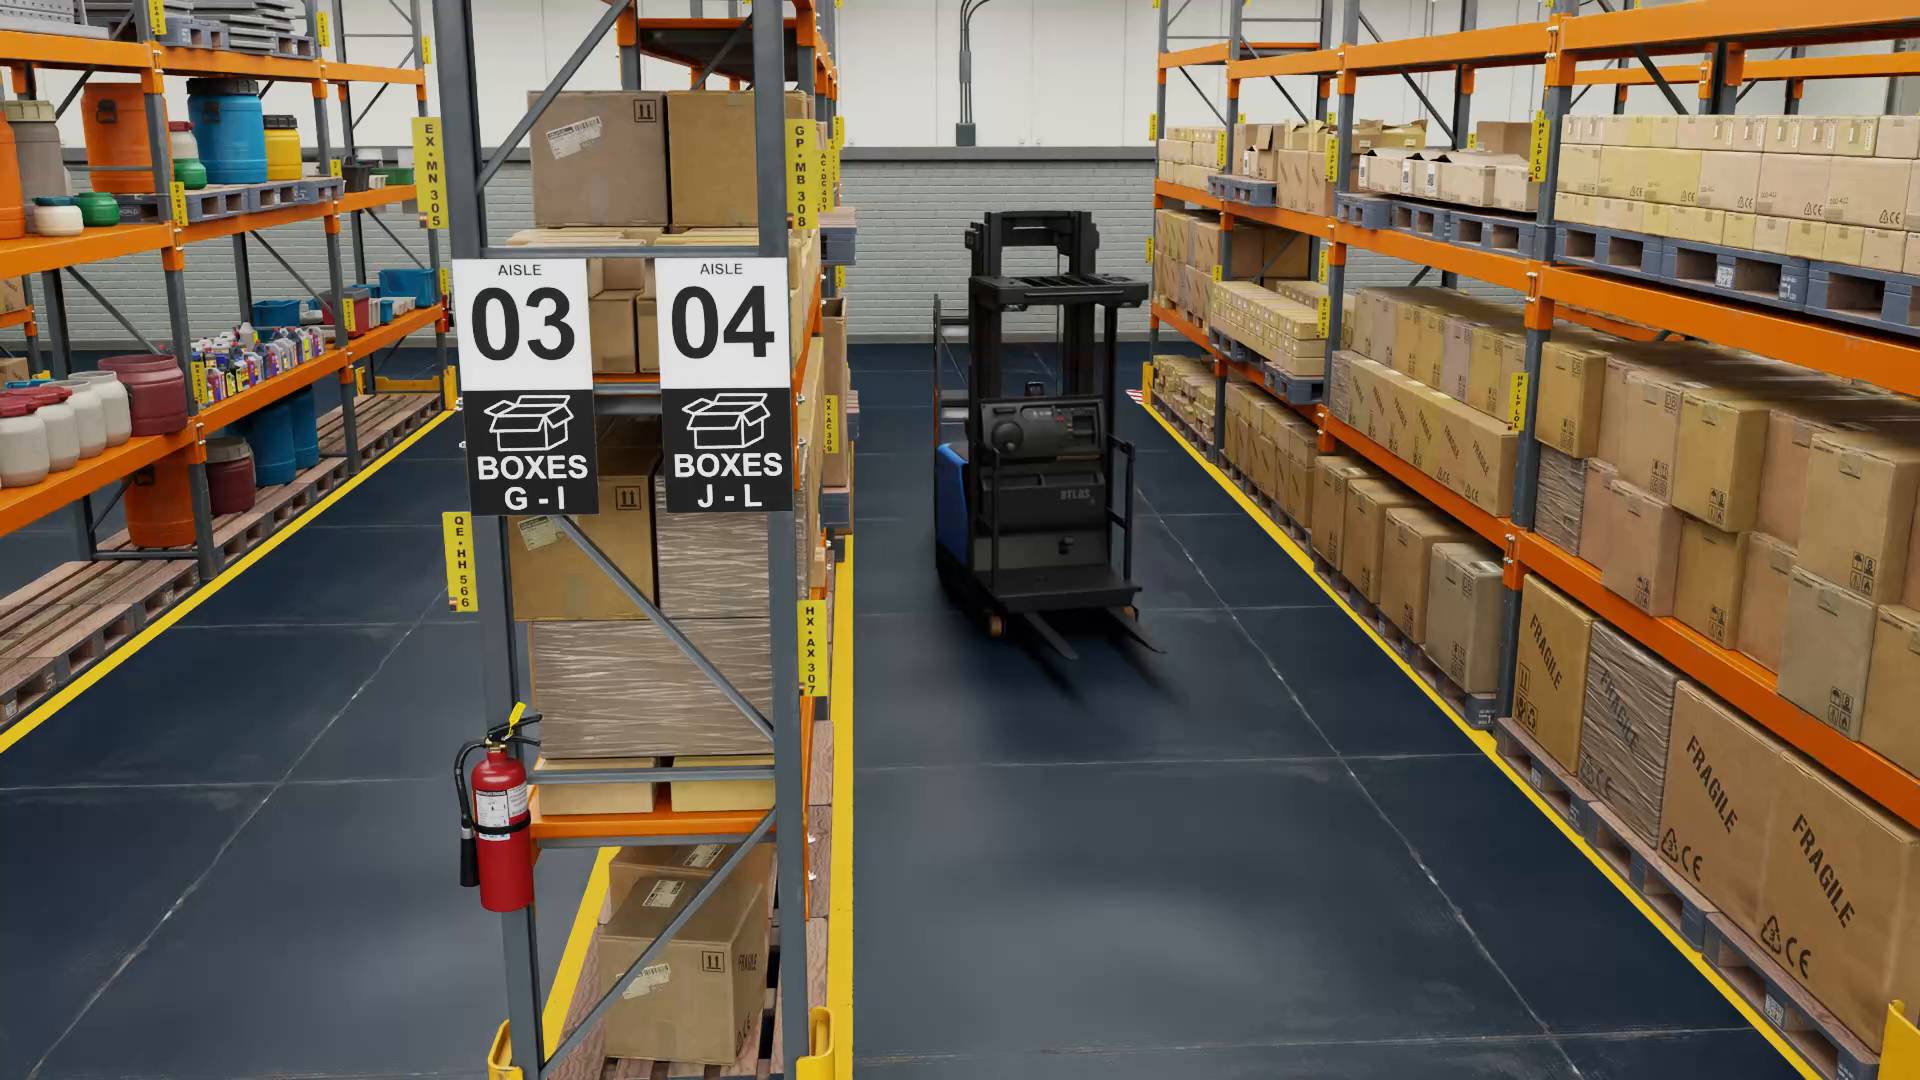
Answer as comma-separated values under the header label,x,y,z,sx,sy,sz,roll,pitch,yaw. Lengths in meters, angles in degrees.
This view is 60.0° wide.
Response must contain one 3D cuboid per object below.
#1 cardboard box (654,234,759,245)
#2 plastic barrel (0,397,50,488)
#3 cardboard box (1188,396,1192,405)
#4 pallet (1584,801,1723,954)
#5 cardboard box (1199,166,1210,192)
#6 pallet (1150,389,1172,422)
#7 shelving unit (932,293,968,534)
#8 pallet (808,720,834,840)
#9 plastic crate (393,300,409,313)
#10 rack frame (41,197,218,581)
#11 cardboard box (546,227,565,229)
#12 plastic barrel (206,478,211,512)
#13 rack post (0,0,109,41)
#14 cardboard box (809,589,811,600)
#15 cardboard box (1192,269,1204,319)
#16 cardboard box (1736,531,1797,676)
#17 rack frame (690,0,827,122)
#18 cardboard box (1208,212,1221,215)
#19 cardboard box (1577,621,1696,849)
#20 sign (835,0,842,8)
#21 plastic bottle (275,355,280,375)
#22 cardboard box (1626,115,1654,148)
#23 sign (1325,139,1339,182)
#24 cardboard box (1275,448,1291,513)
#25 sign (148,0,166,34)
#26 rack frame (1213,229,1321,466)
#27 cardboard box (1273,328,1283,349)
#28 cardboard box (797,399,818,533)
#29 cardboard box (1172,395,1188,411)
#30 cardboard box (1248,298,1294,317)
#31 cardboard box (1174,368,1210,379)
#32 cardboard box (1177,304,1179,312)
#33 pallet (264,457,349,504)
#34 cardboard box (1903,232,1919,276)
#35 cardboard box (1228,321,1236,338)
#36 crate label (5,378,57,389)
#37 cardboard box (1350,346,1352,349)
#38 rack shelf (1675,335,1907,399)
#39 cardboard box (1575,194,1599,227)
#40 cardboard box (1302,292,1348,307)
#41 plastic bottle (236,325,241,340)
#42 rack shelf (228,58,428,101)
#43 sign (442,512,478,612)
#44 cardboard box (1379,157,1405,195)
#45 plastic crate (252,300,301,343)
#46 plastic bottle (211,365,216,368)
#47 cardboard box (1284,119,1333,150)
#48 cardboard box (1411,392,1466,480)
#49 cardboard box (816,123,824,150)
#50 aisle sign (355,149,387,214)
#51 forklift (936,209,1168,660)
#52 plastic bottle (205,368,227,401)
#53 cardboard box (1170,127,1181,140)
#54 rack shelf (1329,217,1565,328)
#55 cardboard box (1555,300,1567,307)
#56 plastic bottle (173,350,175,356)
label,x,y,z,sx,sy,sz,roll,pitch,yaw
cardboard box,-0.868,-0.992,5.842,0.380,0.149,0.250,-1,14,-4
plastic barrel,-6.101,-0.628,10.673,0.433,0.535,0.433,0,14,0
cardboard box,2.840,-1.623,19.097,0.380,0.149,0.250,-2,15,-6
pallet,3.733,1.579,7.966,1.003,0.211,1.213,-1,14,-3
cardboard box,2.870,-3.878,17.859,0.500,0.250,0.500,-1,14,-4
pallet,2.962,-1.678,20.626,1.003,0.211,1.213,-1,14,-3
shelving unit,-0.010,-1.058,14.425,0.431,2.100,0.503,-1,14,-3
pallet,-1.194,1.302,9.041,1.003,0.211,1.213,-1,14,-3
plastic crate,-6.724,-2.751,19.609,0.396,0.136,0.243,-1,14,-3
rack frame,-6.463,-1.133,12.910,1.000,3.000,0.127,-1,14,-3
cardboard box,-1.426,-1.181,6.577,0.380,0.149,0.250,-2,15,-6
plastic barrel,-6.634,-0.392,14.180,0.421,0.512,0.421,0,14,0
rack post,-6.423,-3.629,10.169,1.013,1.000,3.121,-1,14,-3
cardboard box,-0.886,0.329,7.731,0.380,0.149,0.250,-1,14,-3
cardboard box,2.847,-2.693,18.176,0.500,0.500,0.500,-1,14,-5
cardboard box,3.900,0.287,7.090,0.875,0.550,0.550,-1,14,-3
rack frame,-1.519,-4.115,12.459,1.000,3.000,0.127,-1,14,-3
cardboard box,3.250,-3.691,20.048,0.500,0.500,0.500,-1,14,-5
cardboard box,3.714,0.941,8.270,0.875,0.875,0.875,-1,14,-3
sign,-1.472,-6.600,20.085,0.100,0.325,0.005,-1,14,-3
plastic bottle,-6.252,-1.603,15.134,0.097,0.201,0.097,0,14,0
cardboard box,3.417,-1.950,7.925,0.380,0.149,0.250,-1,14,-4
sign,2.896,-2.956,12.938,0.100,0.325,0.005,-1,14,-3
cardboard box,3.107,-0.542,14.788,0.500,0.500,0.500,0,14,-1
sign,-5.914,-3.892,12.242,0.100,0.325,0.005,-1,14,-3
rack frame,3.190,-2.256,17.273,1.000,3.000,0.127,-1,14,-3
cardboard box,2.915,-1.734,14.311,0.380,0.149,0.250,-1,14,-2
cardboard box,-0.842,-0.286,6.815,0.500,0.500,0.500,-1,14,-3
cardboard box,2.721,-1.622,19.688,0.380,0.149,0.250,-2,15,-6
cardboard box,2.856,-2.132,15.259,0.380,0.149,0.250,0,14,-2
cardboard box,2.766,-1.965,19.828,0.380,0.149,0.250,0,14,-1
cardboard box,2.800,-2.782,19.825,0.380,0.149,0.250,-1,14,-4
pallet,-6.704,-0.585,16.375,1.003,0.211,1.213,-1,14,-3
cardboard box,3.559,-0.994,5.811,0.380,0.149,0.250,-1,14,-3
cardboard box,2.804,-2.039,16.091,0.380,0.149,0.250,-1,14,-3
crate label,-6.671,-0.899,11.929,0.502,0.435,0.616,-1,14,-3
cardboard box,3.578,-1.591,14.350,0.380,0.149,0.250,0,14,-1
rack shelf,8.248,-1.511,15.824,1.077,0.370,4.000,-1,14,-3
cardboard box,3.387,-1.689,8.511,0.380,0.149,0.250,-1,14,-3
cardboard box,3.469,-2.271,15.801,0.380,0.149,0.250,-1,14,-5
plastic bottle,-7.114,-1.973,16.410,0.061,0.283,0.133,-1,14,-3
rack shelf,-6.834,-4.988,18.101,1.077,0.370,4.000,-1,14,-3
sign,-1.579,0.070,5.276,0.100,0.325,0.005,-1,14,-3
cardboard box,3.294,-2.585,11.790,0.500,0.250,0.500,0,14,-2
plastic crate,-7.080,-2.260,17.201,0.392,0.384,0.575,-1,14,-3
plastic bottle,-6.236,-1.327,13.921,0.097,0.271,0.097,0,14,0
cardboard box,3.053,-3.549,14.543,0.396,0.266,0.258,-1,14,-3
cardboard box,3.324,-0.691,10.993,0.500,0.500,0.500,-1,14,-3
cardboard box,-1.182,-2.587,11.338,0.500,0.500,0.500,-1,14,-2
aisle sign,-7.259,-4.395,20.370,0.394,0.787,0.004,-1,14,-3
forklift,0.658,-0.824,11.846,1.130,2.935,3.031,-4,15,-14
plastic bottle,-6.196,-1.300,13.810,0.152,0.276,0.135,-1,14,-3
cardboard box,2.691,-4.789,19.596,0.380,0.149,0.250,-1,14,-3
rack shelf,3.561,-1.868,11.189,1.077,0.370,4.000,-1,14,-3
cardboard box,7.678,-3.151,20.553,0.500,0.500,0.500,-1,14,-4
plastic bottle,-6.943,-1.535,14.706,0.061,0.283,0.133,-1,14,-3
